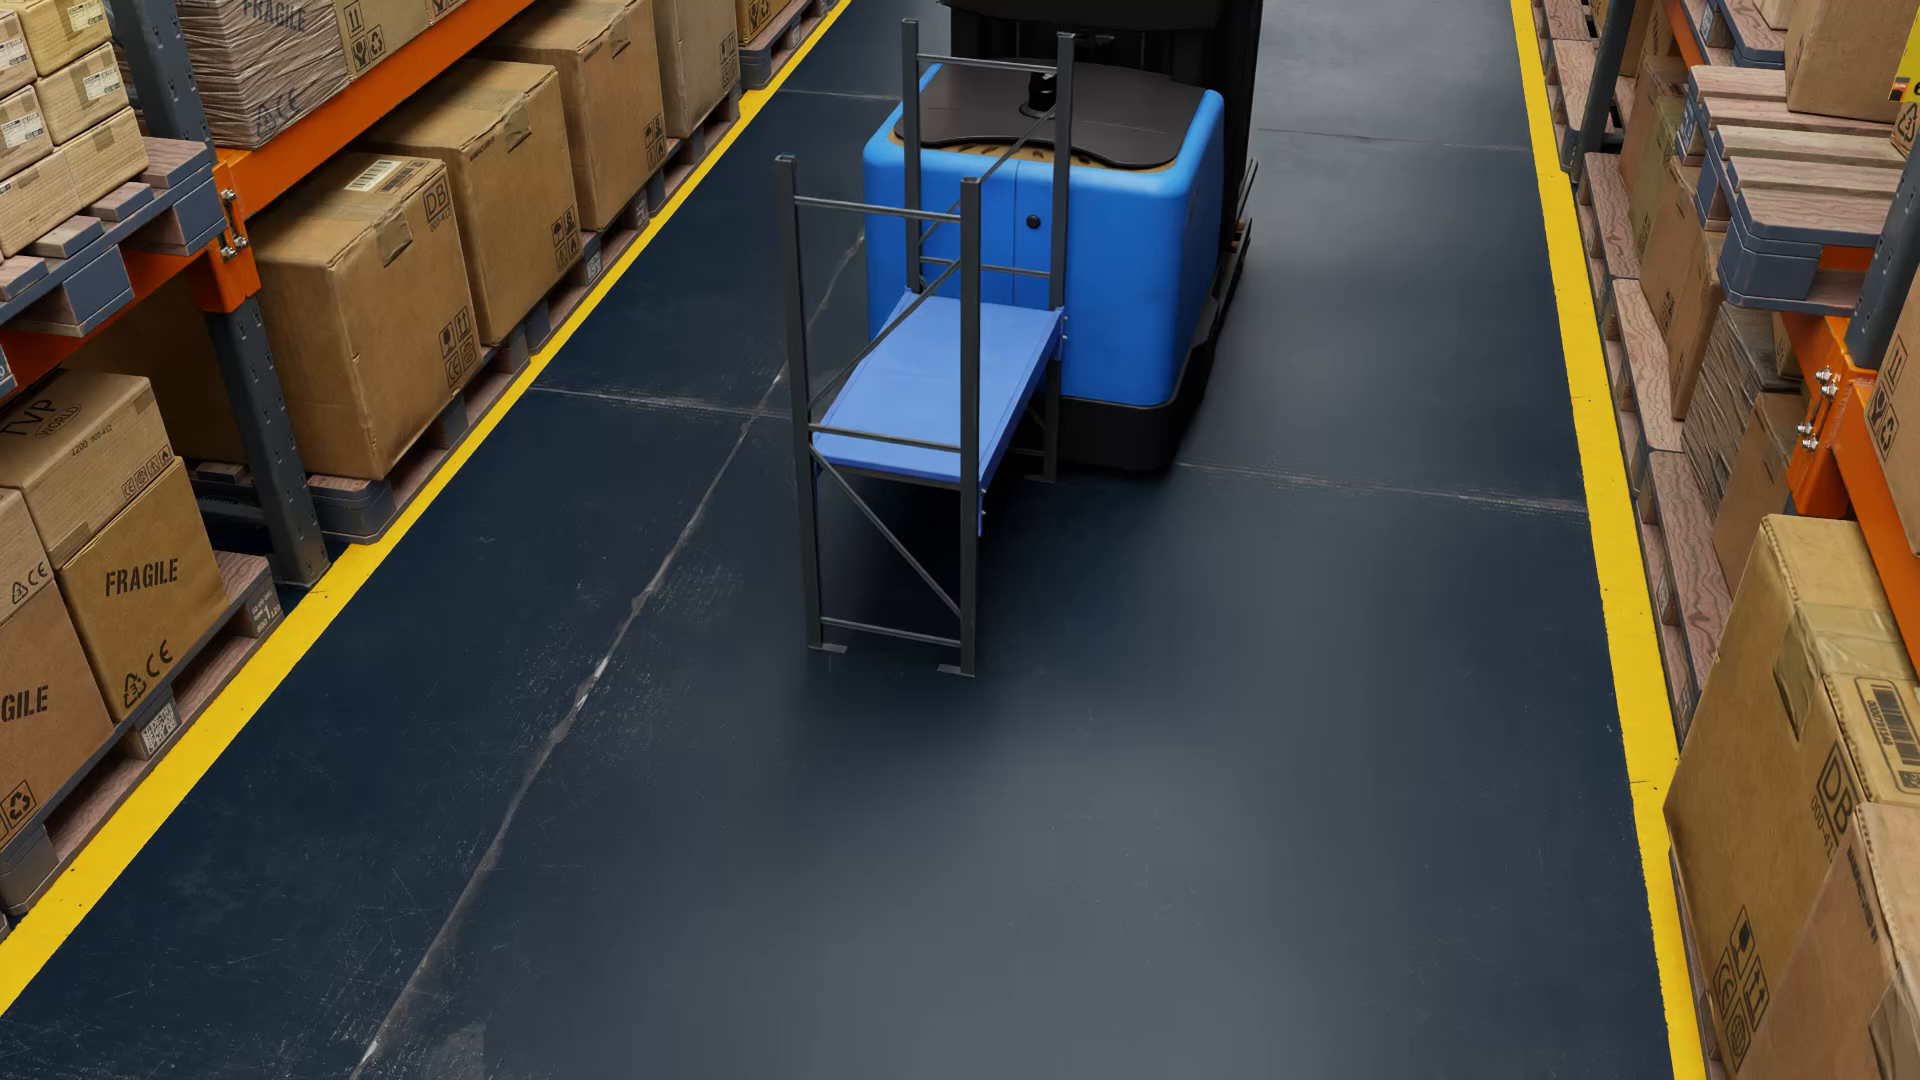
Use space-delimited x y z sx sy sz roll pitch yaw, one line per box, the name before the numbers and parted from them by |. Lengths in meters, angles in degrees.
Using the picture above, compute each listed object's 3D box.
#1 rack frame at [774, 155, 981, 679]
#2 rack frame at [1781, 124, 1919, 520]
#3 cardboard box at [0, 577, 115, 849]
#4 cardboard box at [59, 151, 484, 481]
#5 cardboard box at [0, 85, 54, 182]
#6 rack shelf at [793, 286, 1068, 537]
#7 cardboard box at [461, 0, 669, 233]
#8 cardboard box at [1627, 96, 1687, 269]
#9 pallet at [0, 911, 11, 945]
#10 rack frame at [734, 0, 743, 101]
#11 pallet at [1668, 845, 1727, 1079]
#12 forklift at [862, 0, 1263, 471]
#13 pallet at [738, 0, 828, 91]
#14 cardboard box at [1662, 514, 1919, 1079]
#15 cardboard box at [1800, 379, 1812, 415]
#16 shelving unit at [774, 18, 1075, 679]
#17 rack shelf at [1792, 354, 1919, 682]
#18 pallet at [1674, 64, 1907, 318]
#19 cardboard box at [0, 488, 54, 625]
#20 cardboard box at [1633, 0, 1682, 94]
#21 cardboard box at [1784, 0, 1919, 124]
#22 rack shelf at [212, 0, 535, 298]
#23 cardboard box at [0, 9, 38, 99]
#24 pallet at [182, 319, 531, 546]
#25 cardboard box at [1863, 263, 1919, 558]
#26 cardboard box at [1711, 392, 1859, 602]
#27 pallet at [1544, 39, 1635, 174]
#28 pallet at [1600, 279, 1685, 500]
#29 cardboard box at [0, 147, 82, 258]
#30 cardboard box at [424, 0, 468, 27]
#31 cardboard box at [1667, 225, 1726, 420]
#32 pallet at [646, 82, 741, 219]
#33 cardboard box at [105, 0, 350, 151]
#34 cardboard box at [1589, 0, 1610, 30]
rack frame | -0.195 -0.262 4.333 0.500 1.500 0.032 9 37 13
rack frame | 2.383 -0.479 3.355 1.000 3.000 0.127 7 37 10
cardboard box | -2.441 0.391 3.927 0.500 0.500 0.500 9 37 12
cardboard box | -2.223 -0.756 5.296 1.050 0.750 0.750 7 36 9
cardboard box | -2.157 -0.854 3.475 0.380 0.149 0.250 9 37 12
rack shelf | -0.059 -0.403 4.835 0.538 0.185 1.000 9 37 13
cardboard box | -1.841 -1.791 6.725 1.050 0.750 0.750 7 37 10
cardboard box | 2.965 -1.318 6.267 0.700 0.500 0.500 7 37 10
pallet | -2.872 1.116 3.531 1.003 0.211 1.213 7 37 10
rack frame | -1.587 -3.452 7.457 1.000 3.000 0.127 7 37 10
pallet | 2.141 1.093 3.563 1.003 0.211 1.213 7 37 10
forklift | 0.570 -2.277 5.894 1.130 2.935 3.031 9 37 13
pallet | -1.348 -2.749 8.863 1.003 0.211 1.213 7 37 10
cardboard box | 2.215 0.604 3.313 1.225 0.875 0.875 6 36 8
cardboard box | 2.496 -0.337 4.274 0.500 0.250 0.500 9 37 12
shelving unit | -0.059 -0.549 4.730 0.538 1.500 1.048 9 37 13
rack shelf | 1.955 0.959 1.984 1.077 0.370 4.000 7 37 10
pallet | 2.431 -0.823 3.993 1.213 0.211 1.003 7 37 10
cardboard box | -2.428 0.096 3.695 0.500 0.250 0.500 8 37 11
cardboard box | 3.362 -2.154 7.439 0.500 0.500 0.500 6 36 9
cardboard box | 2.480 -1.337 4.095 0.700 0.500 0.500 13 38 17
rack shelf | -2.014 -2.014 6.086 1.077 0.370 4.000 7 37 10
cardboard box | -2.154 -0.986 3.403 0.380 0.149 0.250 7 36 9
pallet | -2.199 -0.472 5.722 1.003 0.211 1.213 7 37 10
cardboard box | 2.013 -0.275 2.988 0.500 0.500 0.500 8 37 11
cardboard box | 2.506 -0.032 4.493 0.700 0.500 0.500 5 36 8
pallet | 3.346 -2.033 7.875 1.003 0.211 1.213 7 37 10
pallet | 2.814 -0.495 5.753 1.003 0.211 1.213 7 37 10
cardboard box | -2.152 -0.744 3.577 0.380 0.149 0.250 7 37 10
cardboard box | -1.868 -2.004 5.373 0.500 0.500 0.500 7 37 10
cardboard box | 2.727 -0.677 5.383 0.700 0.500 0.500 10 37 14
pallet | -1.678 -1.871 7.652 1.003 0.211 1.213 7 37 10
cardboard box | -2.082 -1.423 4.572 0.500 0.500 0.500 8 37 10
cardboard box | 3.532 -2.850 8.398 0.500 0.500 0.500 4 36 6
